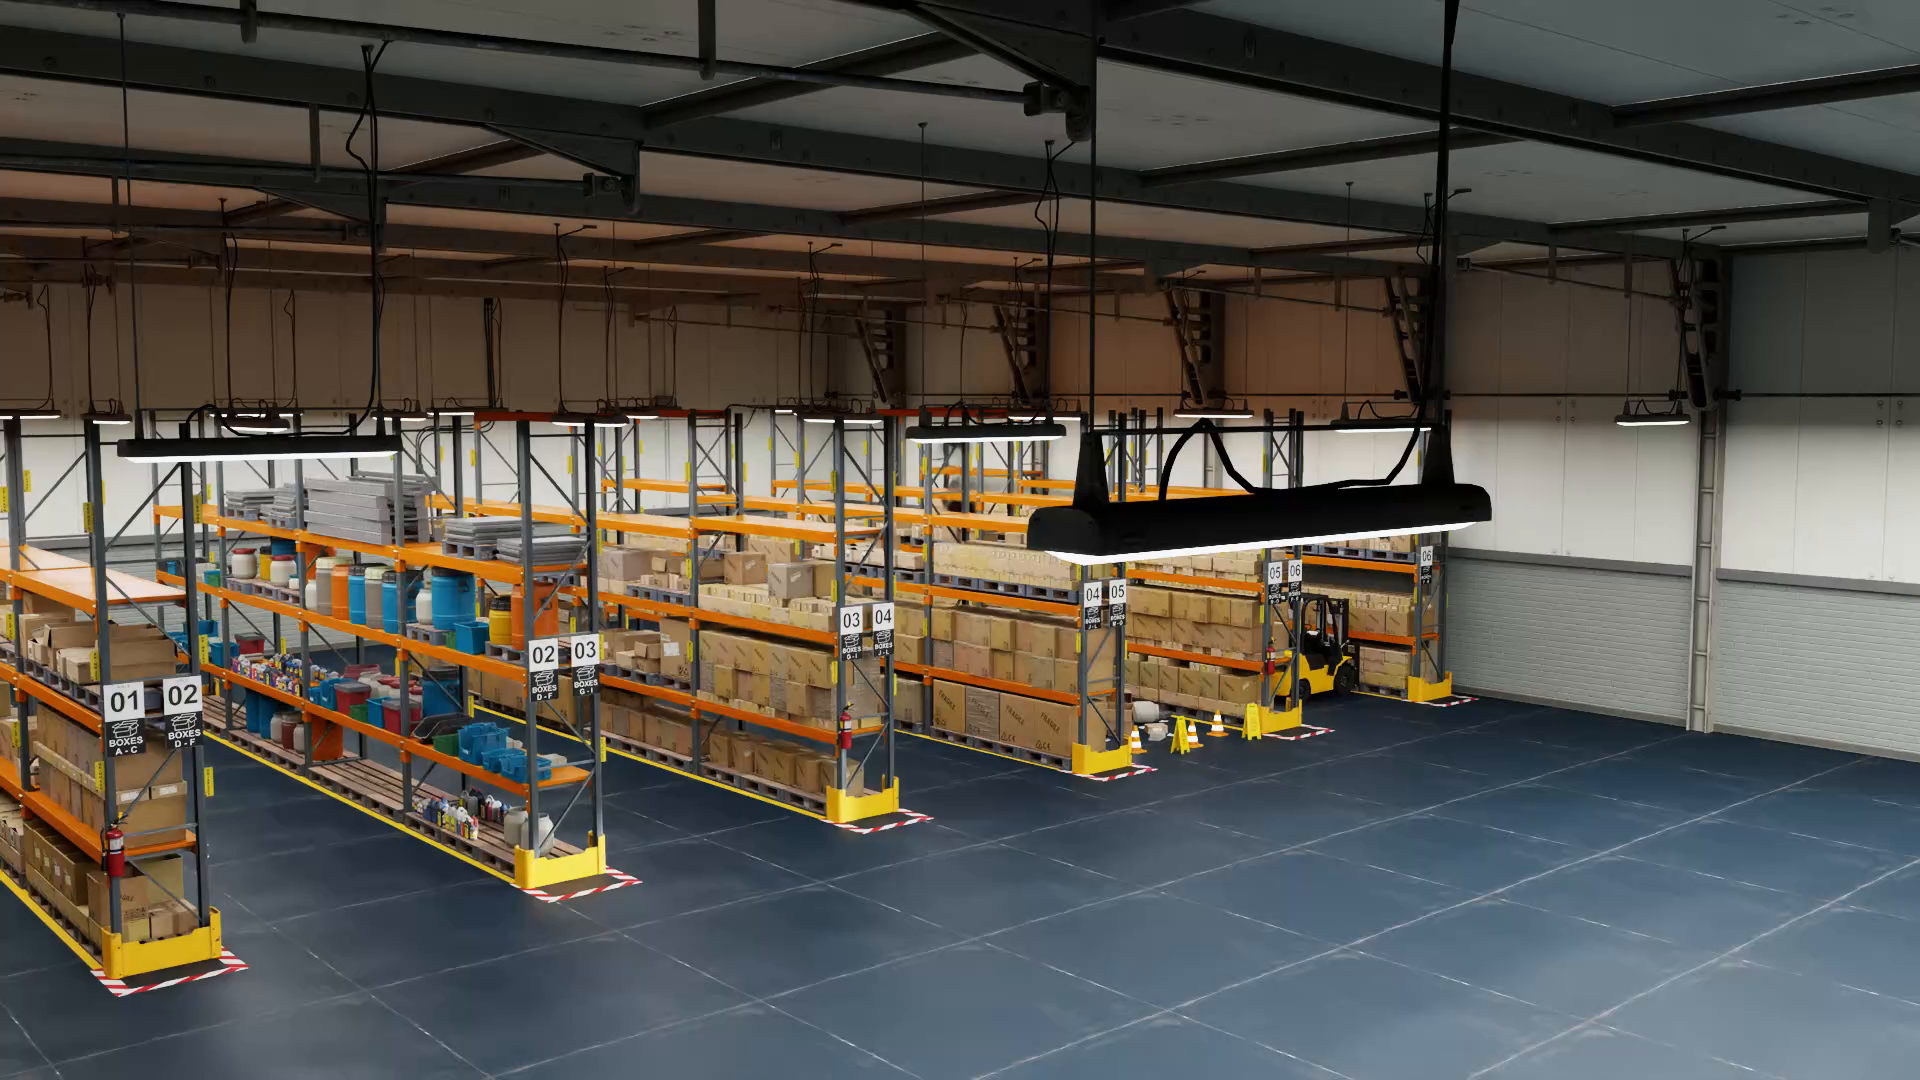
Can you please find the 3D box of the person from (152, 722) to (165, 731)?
[{"bbox_3d":[-12.731,3.224,26.418,0.864,1.688,0.536,3,6,32],"label":"person"}]
